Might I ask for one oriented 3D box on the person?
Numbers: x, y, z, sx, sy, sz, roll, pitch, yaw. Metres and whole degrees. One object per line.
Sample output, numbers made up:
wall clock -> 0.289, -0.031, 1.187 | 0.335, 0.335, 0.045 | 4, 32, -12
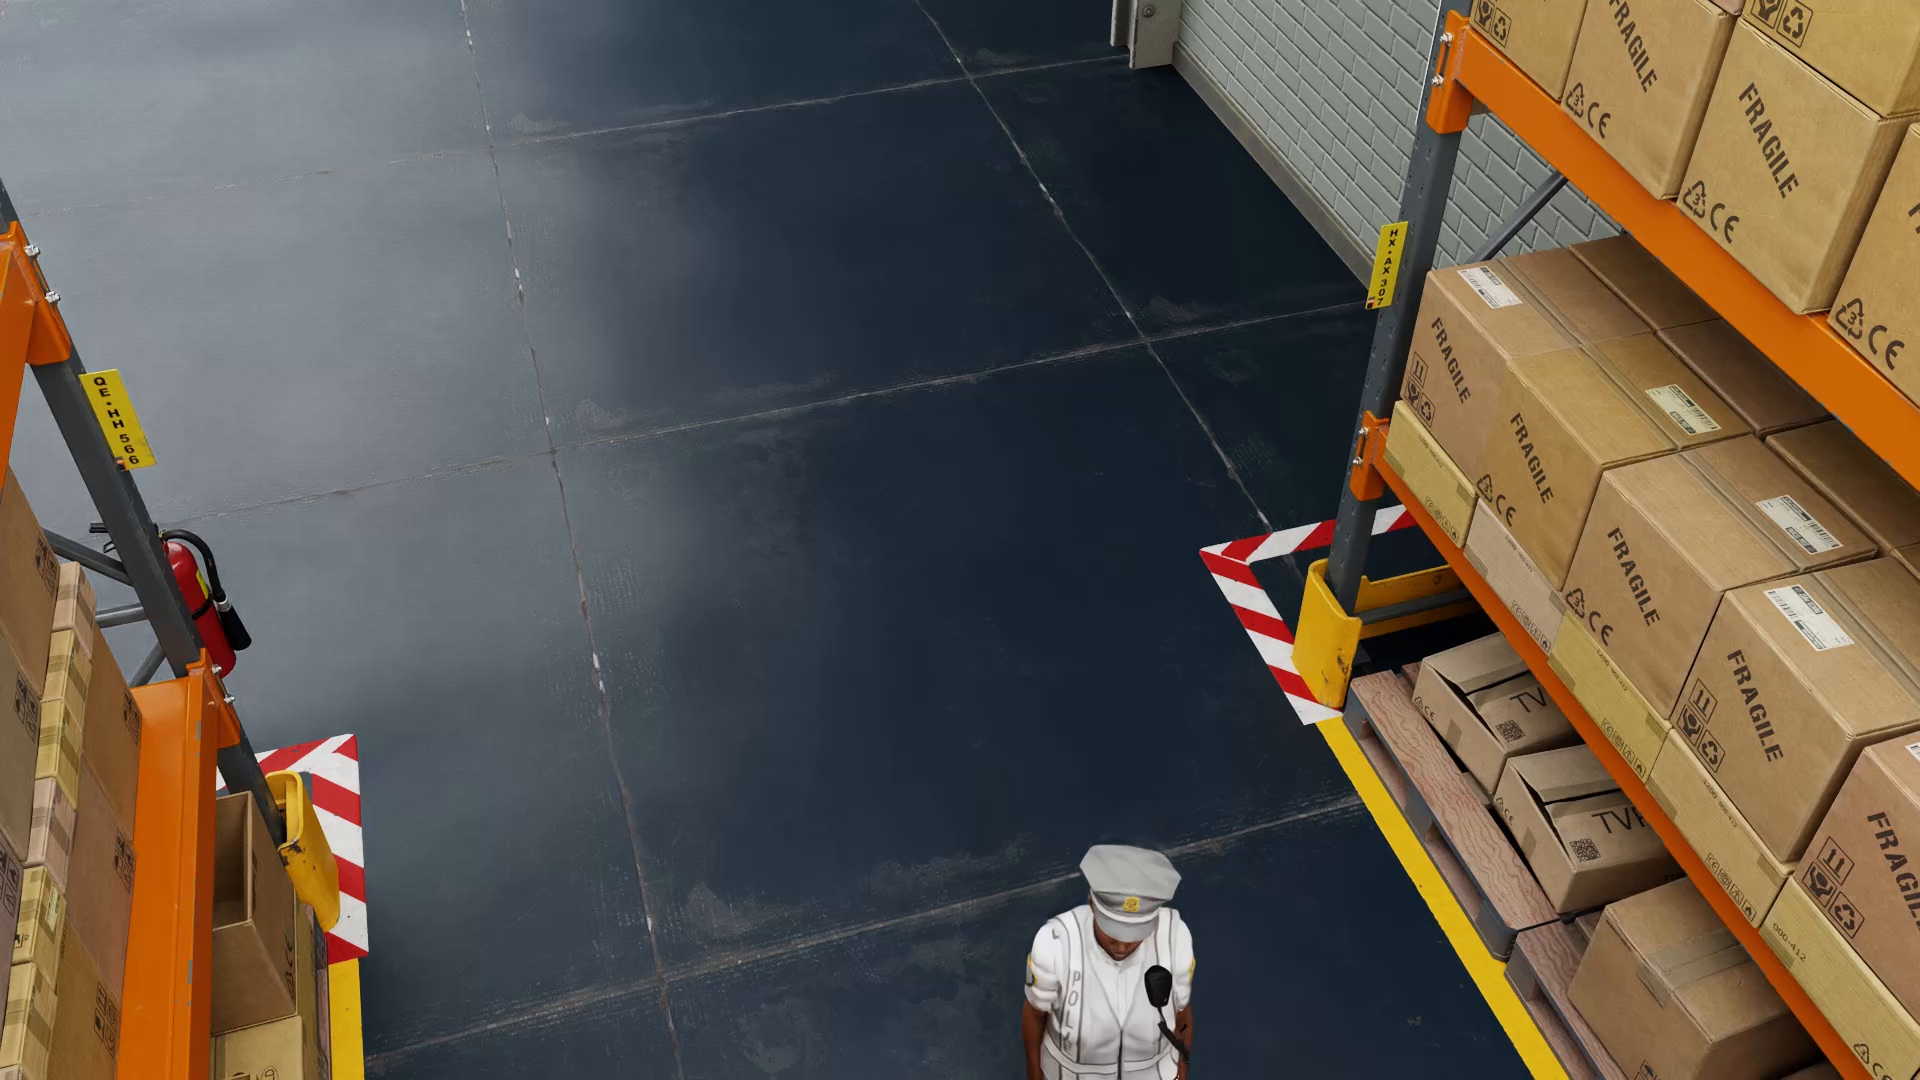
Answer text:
person -> 0.400, 1.445, 4.536 | 0.456, 1.687, 0.442 | -6, 43, -6
